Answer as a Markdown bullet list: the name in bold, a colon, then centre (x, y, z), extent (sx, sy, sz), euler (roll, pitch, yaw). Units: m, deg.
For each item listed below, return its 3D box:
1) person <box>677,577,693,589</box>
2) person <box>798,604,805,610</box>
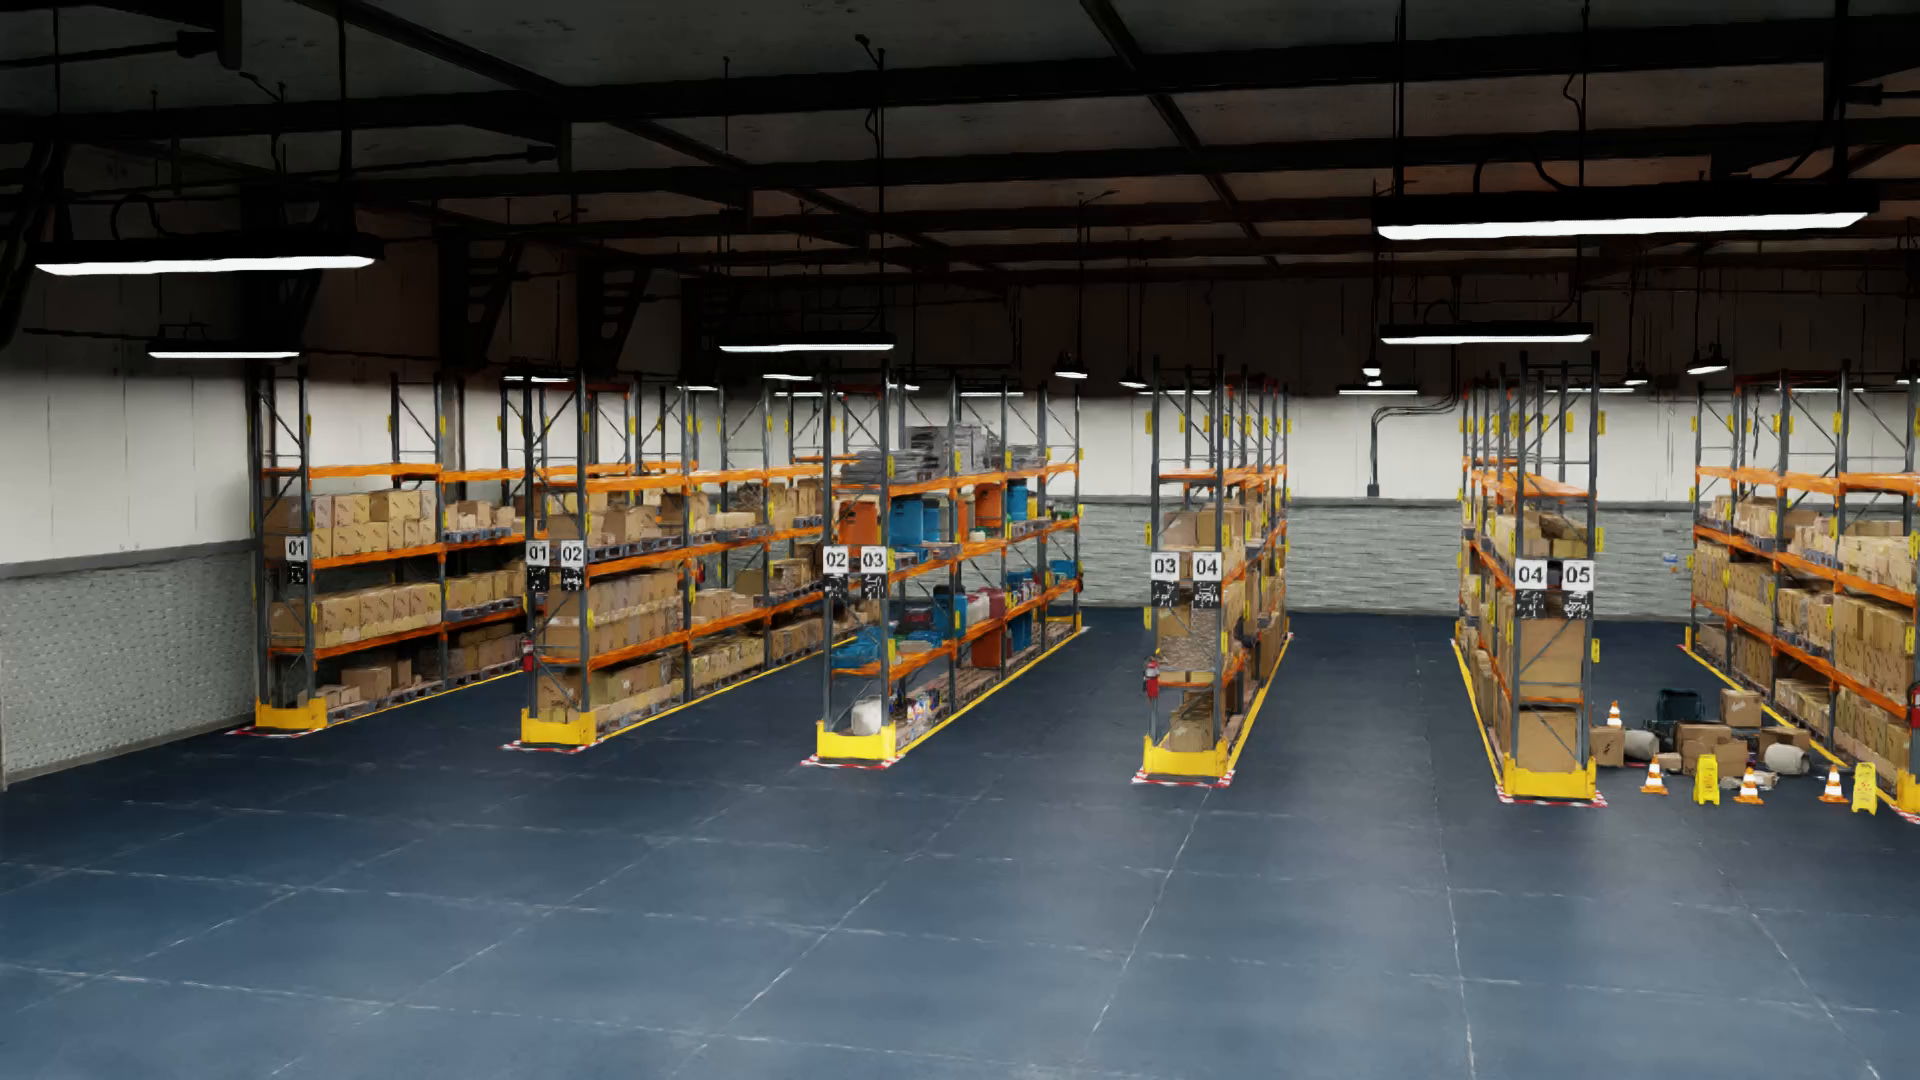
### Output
- **person**: centre (-7.342, 1.193, 44.558), extent (0.700, 1.458, 0.554), euler (-3, 5, -40)
- **person**: centre (-4.100, 1.339, 41.472), extent (0.481, 1.583, 1.093), euler (1, 4, 12)
